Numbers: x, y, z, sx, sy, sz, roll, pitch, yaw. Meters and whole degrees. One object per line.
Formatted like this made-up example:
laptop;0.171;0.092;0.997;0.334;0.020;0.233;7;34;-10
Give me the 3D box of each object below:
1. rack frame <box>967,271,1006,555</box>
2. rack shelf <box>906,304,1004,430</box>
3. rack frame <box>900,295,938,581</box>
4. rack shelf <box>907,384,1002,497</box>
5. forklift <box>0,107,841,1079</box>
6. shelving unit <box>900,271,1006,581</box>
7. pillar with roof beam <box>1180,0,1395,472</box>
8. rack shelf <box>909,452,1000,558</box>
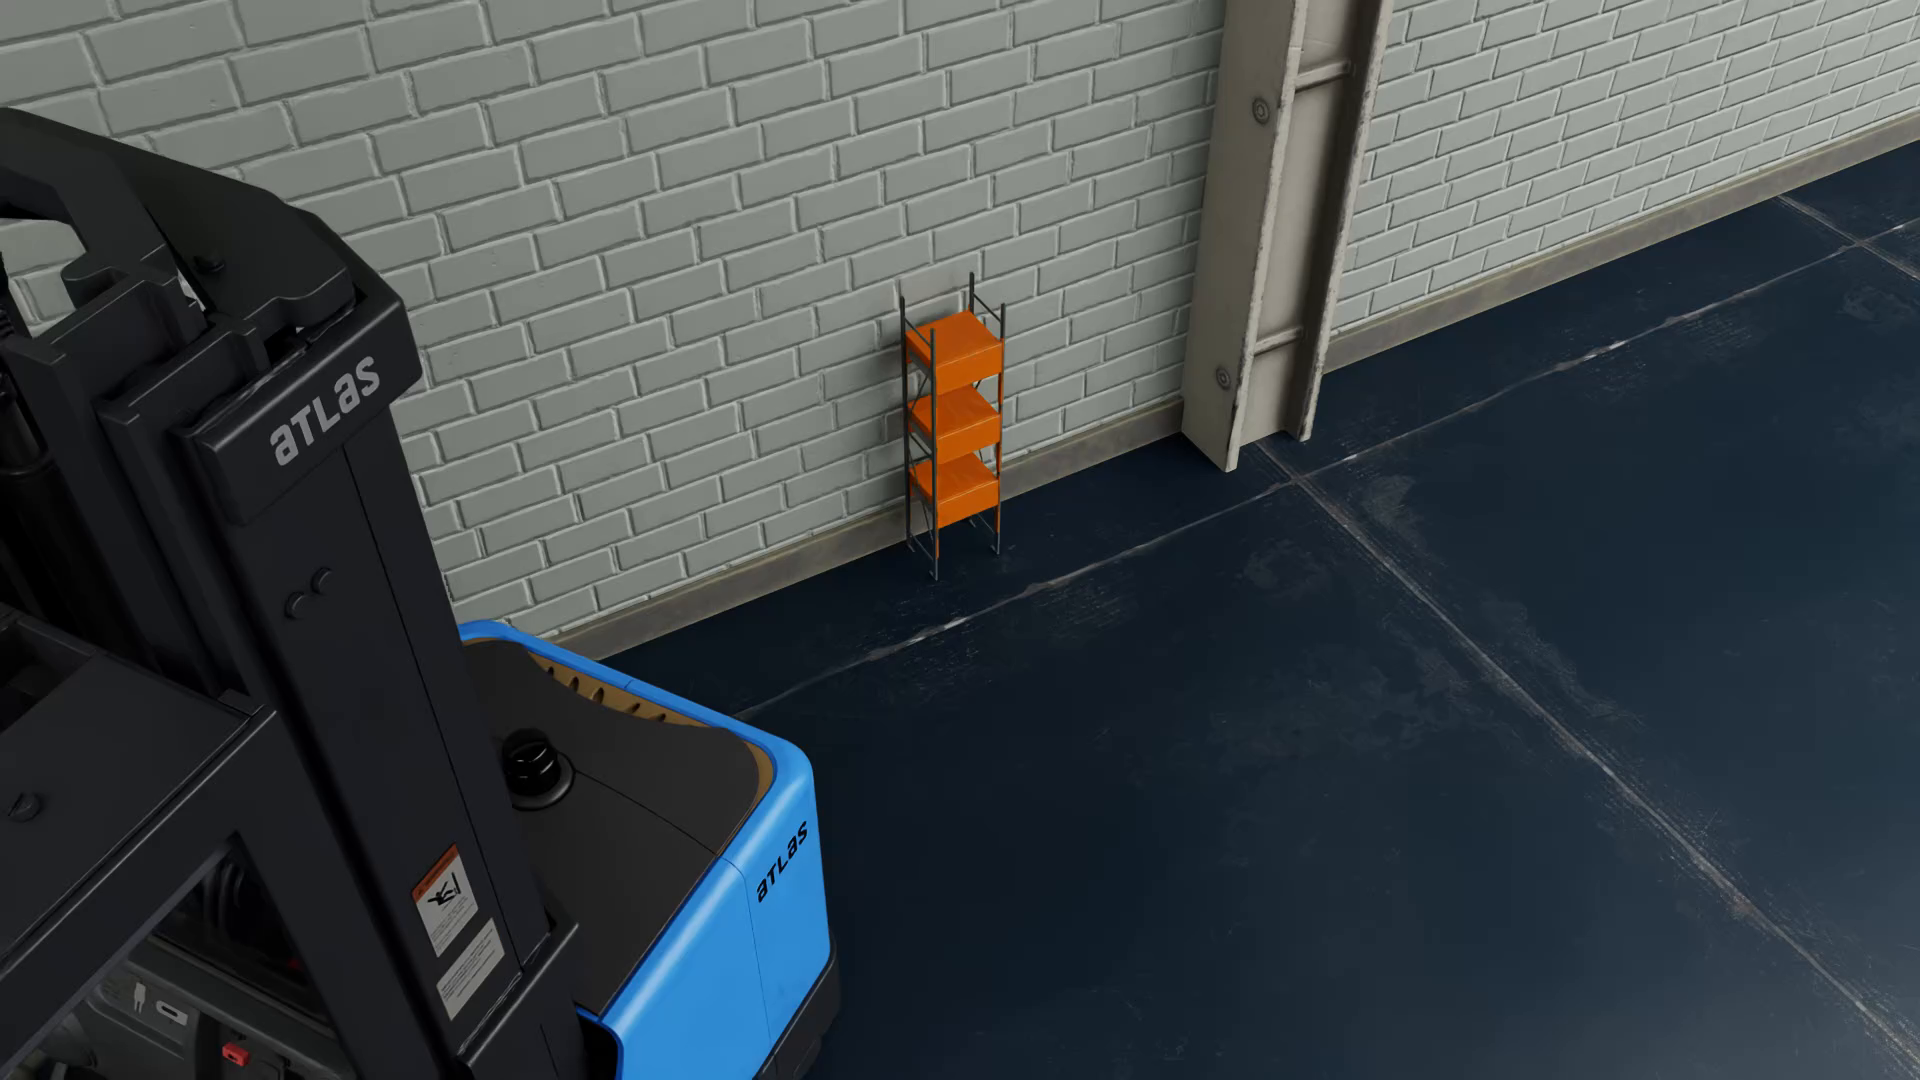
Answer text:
rack frame;0.082;-0.386;5.393;0.008;1.050;0.200;-22;49;-21
rack shelf;-0.023;-0.537;5.157;0.240;0.259;0.215;-22;49;-21
rack frame;-0.128;-0.299;5.303;0.008;1.050;0.200;-22;49;-21
rack shelf;-0.023;-0.335;5.355;0.240;0.259;0.215;-22;49;-21
forklift;-1.430;0.958;2.658;1.130;2.935;3.031;19;47;19
shelving unit;-0.023;-0.342;5.348;0.252;1.050;0.215;-22;49;-21
pillar with roof beam;3.196;-1.033;0.353;0.400;9.000;9.100;-22;48;-21
rack shelf;-0.024;-0.136;5.550;0.240;0.259;0.215;-22;49;-21
